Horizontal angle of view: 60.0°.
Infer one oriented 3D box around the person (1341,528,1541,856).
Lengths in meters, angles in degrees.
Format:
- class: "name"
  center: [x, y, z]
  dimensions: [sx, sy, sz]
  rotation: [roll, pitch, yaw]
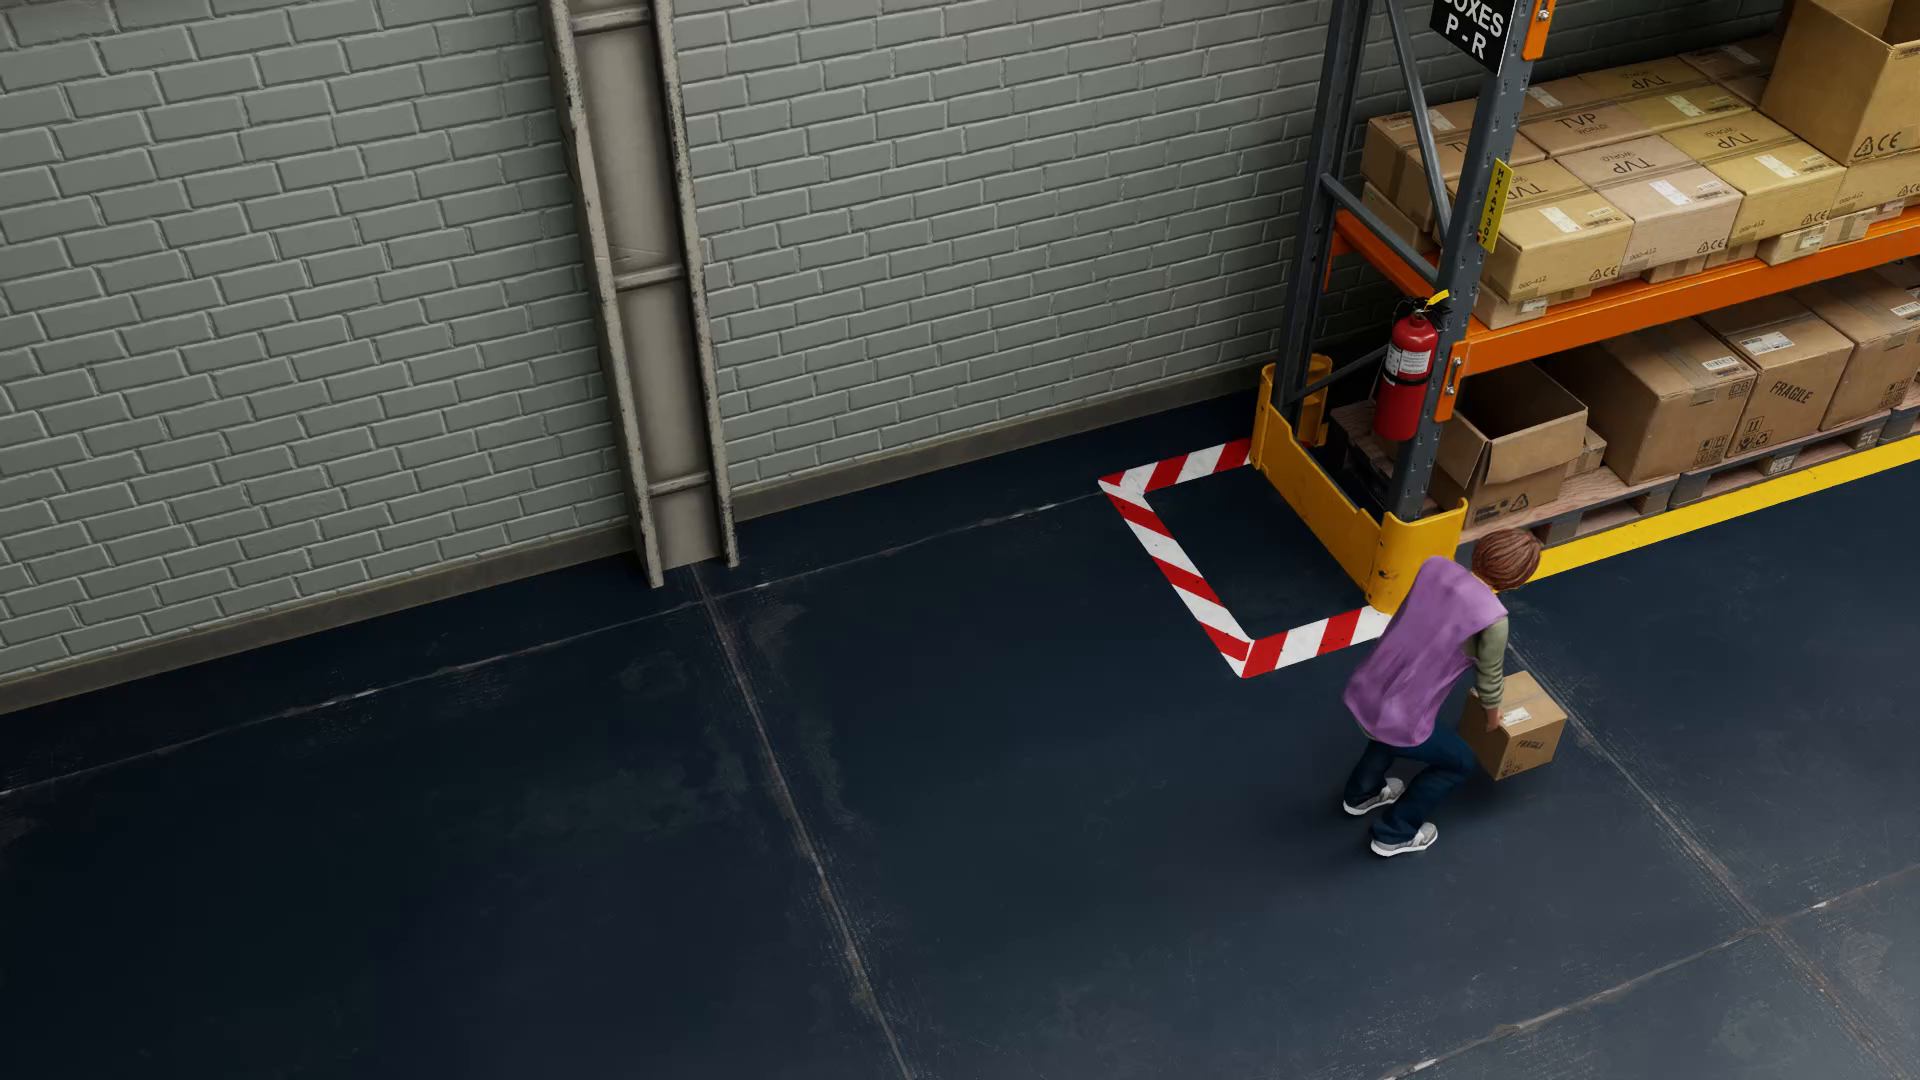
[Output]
- class: "person"
  center: [1.617, 0.528, 5.795]
  dimensions: [0.639, 1.325, 0.462]
  rotation: [-15, 45, -16]
